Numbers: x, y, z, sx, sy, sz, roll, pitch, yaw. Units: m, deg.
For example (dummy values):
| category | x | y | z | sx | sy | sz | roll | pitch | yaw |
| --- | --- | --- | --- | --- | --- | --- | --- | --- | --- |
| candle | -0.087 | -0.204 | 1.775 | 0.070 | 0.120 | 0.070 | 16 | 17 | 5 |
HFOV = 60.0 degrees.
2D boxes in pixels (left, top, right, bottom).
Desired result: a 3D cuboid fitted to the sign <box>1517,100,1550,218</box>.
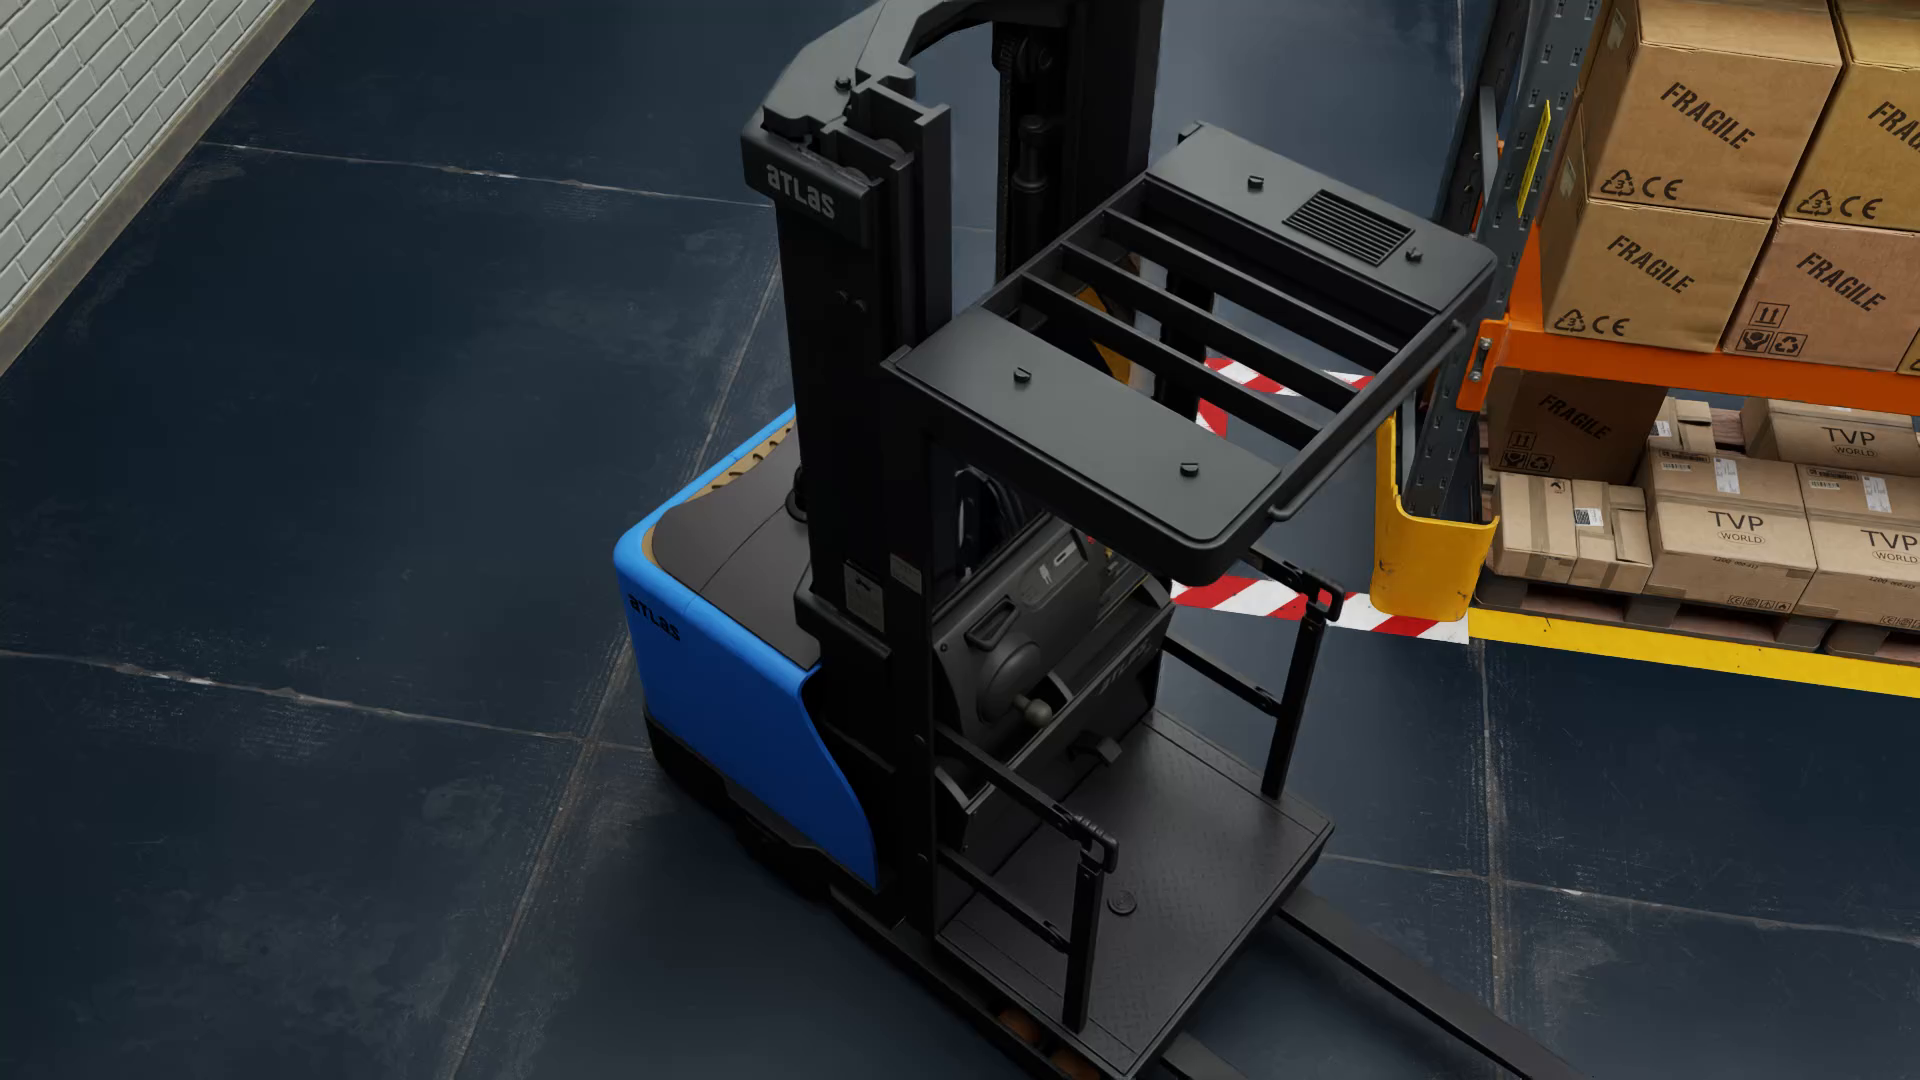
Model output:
| category | x | y | z | sx | sy | sz | roll | pitch | yaw |
| --- | --- | --- | --- | --- | --- | --- | --- | --- | --- |
| sign | 1.584 | -1.052 | 4.596 | 0.005 | 0.325 | 0.100 | 8 | 49 | 7 |

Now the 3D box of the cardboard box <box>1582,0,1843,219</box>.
| category | x | y | z | sx | sy | sz | roll | pitch | yaw |
| --- | --- | --- | --- | --- | --- | --- | --- | --- | --- |
| cardboard box | 2.070 | -1.275 | 4.640 | 0.500 | 0.500 | 0.500 | 9 | 49 | 8 |

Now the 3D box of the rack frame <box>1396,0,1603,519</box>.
| category | x | y | z | sx | sy | sz | roll | pitch | yaw |
| --- | --- | --- | --- | --- | --- | --- | --- | --- | --- |
| rack frame | 1.681 | -1.159 | 5.275 | 0.127 | 3.000 | 1.000 | 8 | 49 | 7 |

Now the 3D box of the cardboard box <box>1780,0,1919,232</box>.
| category | x | y | z | sx | sy | sz | roll | pitch | yaw |
| --- | --- | --- | --- | --- | --- | --- | --- | --- | --- |
| cardboard box | 2.586 | -1.212 | 4.583 | 0.500 | 0.500 | 0.500 | 8 | 49 | 7 |

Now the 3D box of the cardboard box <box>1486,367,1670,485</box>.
| category | x | y | z | sx | sy | sz | roll | pitch | yaw |
| --- | --- | --- | --- | --- | --- | --- | --- | --- | --- |
| cardboard box | 2.260 | -0.579 | 6.139 | 0.500 | 0.500 | 0.500 | 8 | 49 | 7 |

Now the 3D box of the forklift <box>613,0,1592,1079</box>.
| category | x | y | z | sx | sy | sz | roll | pitch | yaw |
| --- | --- | --- | --- | --- | --- | --- | --- | --- | --- |
| forklift | 0.428 | 0.185 | 4.113 | 3.031 | 2.935 | 1.130 | 32 | 56 | 26 |

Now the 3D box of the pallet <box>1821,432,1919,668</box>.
| category | x | y | z | sx | sy | sz | roll | pitch | yaw |
| --- | --- | --- | --- | --- | --- | --- | --- | --- | --- |
| pallet | 3.737 | 0.051 | 6.063 | 1.213 | 0.211 | 1.003 | 8 | 49 | 7 |

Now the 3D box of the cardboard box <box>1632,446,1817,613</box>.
| category | x | y | z | sx | sy | sz | roll | pitch | yaw |
| --- | --- | --- | --- | --- | --- | --- | --- | --- | --- |
| cardboard box | 2.657 | -0.042 | 5.824 | 0.500 | 0.250 | 0.500 | 8 | 49 | 7 |

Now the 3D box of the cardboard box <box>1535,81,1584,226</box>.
| category | x | y | z | sx | sy | sz | roll | pitch | yaw |
| --- | --- | --- | --- | --- | --- | --- | --- | --- | --- |
| cardboard box | 2.170 | -1.333 | 5.364 | 0.500 | 0.500 | 0.500 | 9 | 49 | 8 |

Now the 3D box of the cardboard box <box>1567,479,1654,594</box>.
| category | x | y | z | sx | sy | sz | roll | pitch | yaw |
| --- | --- | --- | --- | --- | --- | --- | --- | --- | --- |
| cardboard box | 2.278 | -0.019 | 5.860 | 0.250 | 0.166 | 0.380 | 8 | 49 | 7 |

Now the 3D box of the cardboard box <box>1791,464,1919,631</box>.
| category | x | y | z | sx | sy | sz | roll | pitch | yaw |
| --- | --- | --- | --- | --- | --- | --- | --- | --- | --- |
| cardboard box | 3.149 | 0.024 | 5.764 | 0.500 | 0.250 | 0.500 | 8 | 49 | 7 |

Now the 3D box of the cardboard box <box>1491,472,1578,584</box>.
| category | x | y | z | sx | sy | sz | roll | pitch | yaw |
| --- | --- | --- | --- | --- | --- | --- | --- | --- | --- |
| cardboard box | 2.032 | -0.047 | 5.896 | 0.250 | 0.149 | 0.380 | 8 | 49 | 7 |

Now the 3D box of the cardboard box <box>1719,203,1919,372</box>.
| category | x | y | z | sx | sy | sz | roll | pitch | yaw |
| --- | --- | --- | --- | --- | --- | --- | --- | --- | --- |
| cardboard box | 2.579 | -0.877 | 4.954 | 0.500 | 0.500 | 0.500 | 7 | 48 | 6 |

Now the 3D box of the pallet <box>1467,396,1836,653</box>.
| category | x | y | z | sx | sy | sz | roll | pitch | yaw |
| --- | --- | --- | --- | --- | --- | --- | --- | --- | --- |
| pallet | 2.540 | -0.112 | 6.209 | 1.213 | 0.211 | 1.003 | 8 | 49 | 7 |

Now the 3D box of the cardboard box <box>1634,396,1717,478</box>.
| category | x | y | z | sx | sy | sz | roll | pitch | yaw |
| --- | --- | --- | --- | --- | --- | --- | --- | --- | --- |
| cardboard box | 2.642 | -0.348 | 6.155 | 0.250 | 0.166 | 0.380 | 8 | 49 | 7 |

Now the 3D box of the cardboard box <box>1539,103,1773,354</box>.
| category | x | y | z | sx | sy | sz | roll | pitch | yaw |
| --- | --- | --- | --- | --- | --- | --- | --- | --- | --- |
| cardboard box | 2.070 | -0.941 | 5.012 | 0.500 | 0.500 | 0.500 | 9 | 49 | 8 |

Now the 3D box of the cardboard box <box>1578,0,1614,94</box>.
| category | x | y | z | sx | sy | sz | roll | pitch | yaw |
| --- | --- | --- | --- | --- | --- | --- | --- | --- | --- |
| cardboard box | 2.168 | -1.669 | 4.994 | 0.500 | 0.500 | 0.500 | 7 | 48 | 6 |

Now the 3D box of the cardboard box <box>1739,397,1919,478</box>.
| category | x | y | z | sx | sy | sz | roll | pitch | yaw |
| --- | --- | --- | --- | --- | --- | --- | --- | --- | --- |
| cardboard box | 3.189 | -0.348 | 6.099 | 0.500 | 0.250 | 0.500 | 8 | 49 | 7 |

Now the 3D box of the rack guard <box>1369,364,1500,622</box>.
| category | x | y | z | sx | sy | sz | roll | pitch | yaw |
| --- | --- | --- | --- | --- | --- | --- | --- | --- | --- |
| rack guard | 1.755 | -0.314 | 6.196 | 0.348 | 0.500 | 1.175 | 8 | 49 | 7 |

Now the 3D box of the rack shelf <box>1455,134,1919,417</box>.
| category | x | y | z | sx | sy | sz | roll | pitch | yaw |
| --- | --- | --- | --- | --- | --- | --- | --- | --- | --- |
| rack shelf | 3.649 | -0.654 | 5.305 | 4.000 | 0.370 | 1.077 | 8 | 49 | 7 |

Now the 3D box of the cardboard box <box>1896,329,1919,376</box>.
| category | x | y | z | sx | sy | sz | roll | pitch | yaw |
| --- | --- | --- | --- | --- | --- | --- | --- | --- | --- |
| cardboard box | 3.072 | -0.808 | 4.892 | 0.500 | 0.500 | 0.500 | 8 | 49 | 7 |
